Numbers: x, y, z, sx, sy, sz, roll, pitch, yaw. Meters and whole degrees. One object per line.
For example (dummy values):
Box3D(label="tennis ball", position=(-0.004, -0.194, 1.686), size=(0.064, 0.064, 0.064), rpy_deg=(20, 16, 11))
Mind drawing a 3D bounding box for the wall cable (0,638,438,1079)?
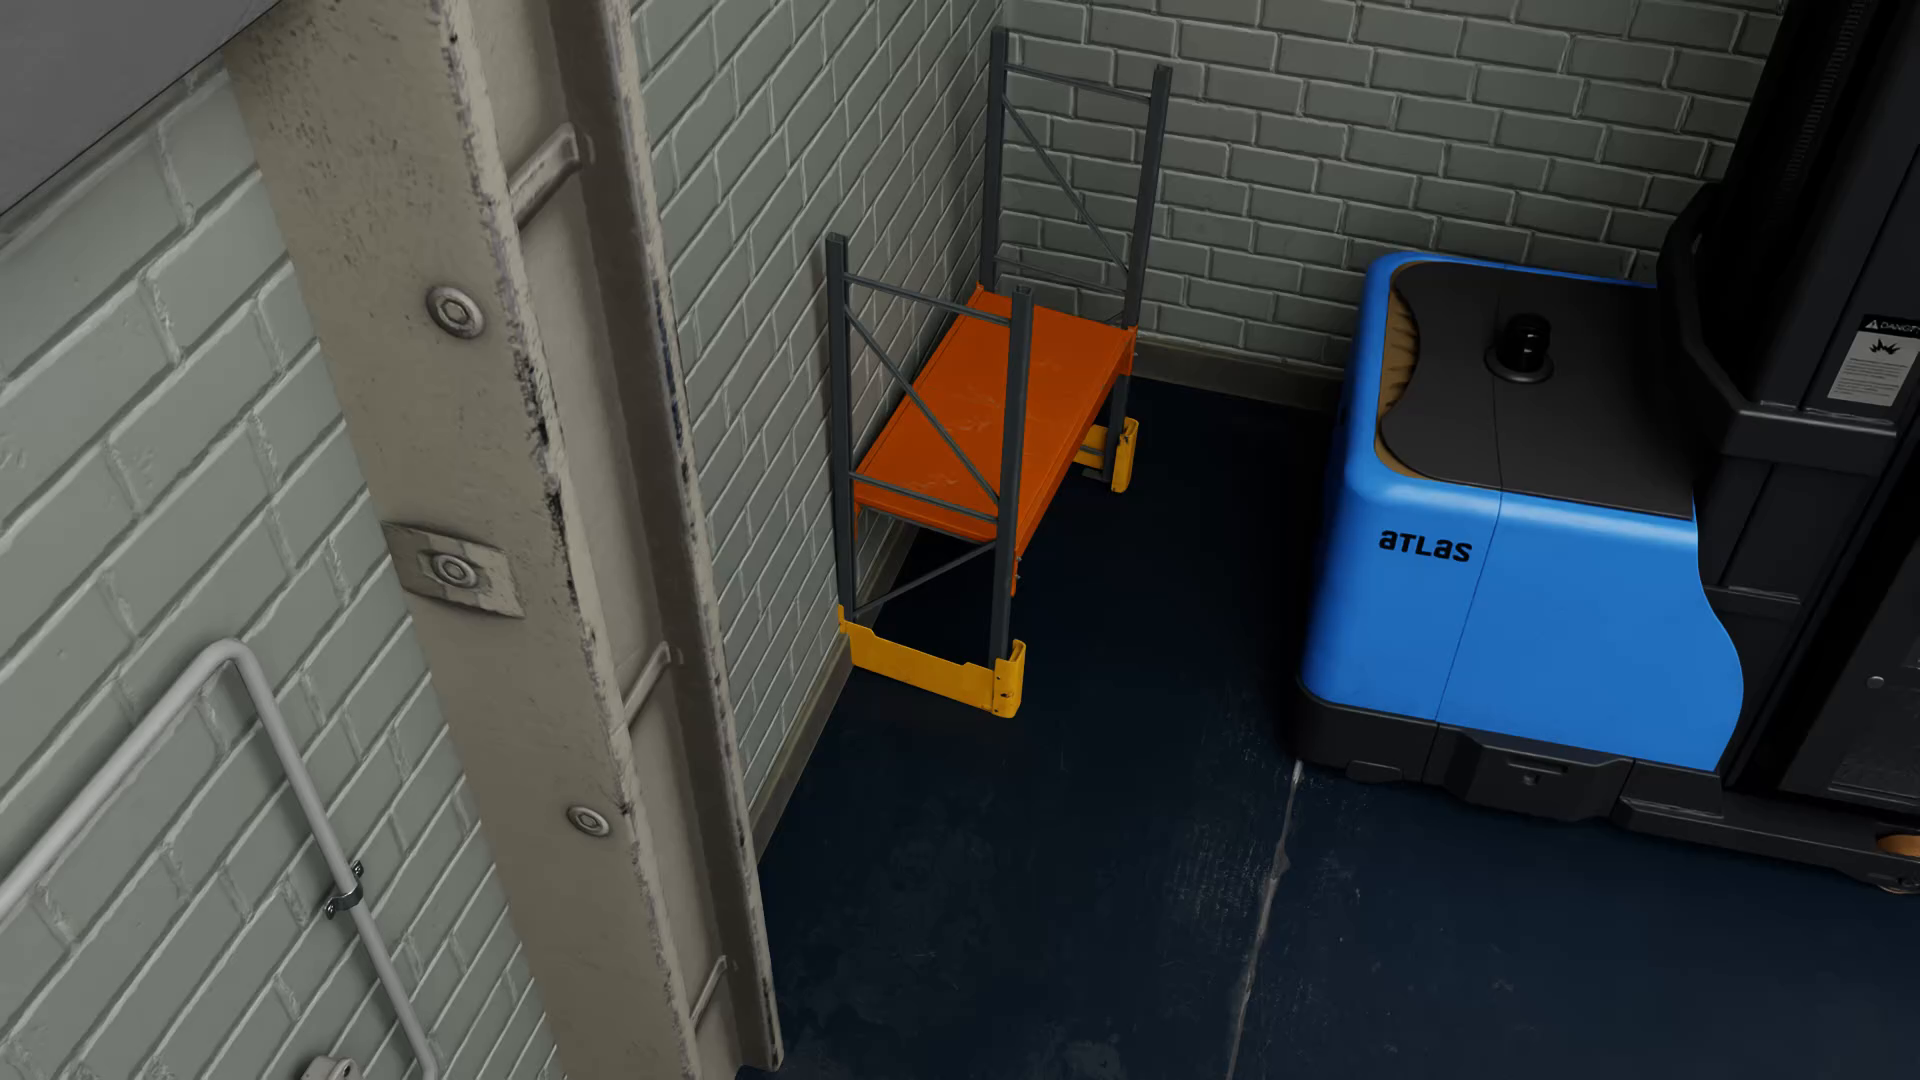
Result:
Box3D(label="wall cable", position=(-1.133, 0.823, 1.538), size=(0.084, 1.984, 1.851), rpy_deg=(13, 46, 13))

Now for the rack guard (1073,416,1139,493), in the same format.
Box3D(label="rack guard", position=(0.278, -0.348, 5.377), size=(0.587, 0.250, 0.087), rpy_deg=(18, 48, 14))

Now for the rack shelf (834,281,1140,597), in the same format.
Box3D(label="rack shelf", position=(0.097, -0.318, 4.727), size=(0.538, 0.185, 1.000), rpy_deg=(18, 48, 14))

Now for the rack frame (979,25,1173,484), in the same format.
Box3D(label="rack frame", position=(0.296, -0.779, 4.924), size=(0.500, 1.500, 0.032), rpy_deg=(18, 48, 14))

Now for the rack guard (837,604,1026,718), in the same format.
Box3D(label="rack guard", position=(-0.103, 0.312, 4.735), size=(0.587, 0.250, 0.087), rpy_deg=(18, 48, 14))

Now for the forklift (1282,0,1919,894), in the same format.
Box3D(label="forklift", position=(2.467, -0.510, 3.676), size=(3.031, 2.935, 1.130), rpy_deg=(10, 45, 10))

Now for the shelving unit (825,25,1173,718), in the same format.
Box3D(label="shelving unit", position=(0.106, -0.447, 4.603), size=(0.587, 1.500, 1.083), rpy_deg=(18, 48, 14))

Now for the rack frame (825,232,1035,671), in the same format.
Box3D(label="rack frame", position=(-0.092, -0.104, 4.269), size=(0.500, 1.500, 0.032), rpy_deg=(18, 48, 14))
